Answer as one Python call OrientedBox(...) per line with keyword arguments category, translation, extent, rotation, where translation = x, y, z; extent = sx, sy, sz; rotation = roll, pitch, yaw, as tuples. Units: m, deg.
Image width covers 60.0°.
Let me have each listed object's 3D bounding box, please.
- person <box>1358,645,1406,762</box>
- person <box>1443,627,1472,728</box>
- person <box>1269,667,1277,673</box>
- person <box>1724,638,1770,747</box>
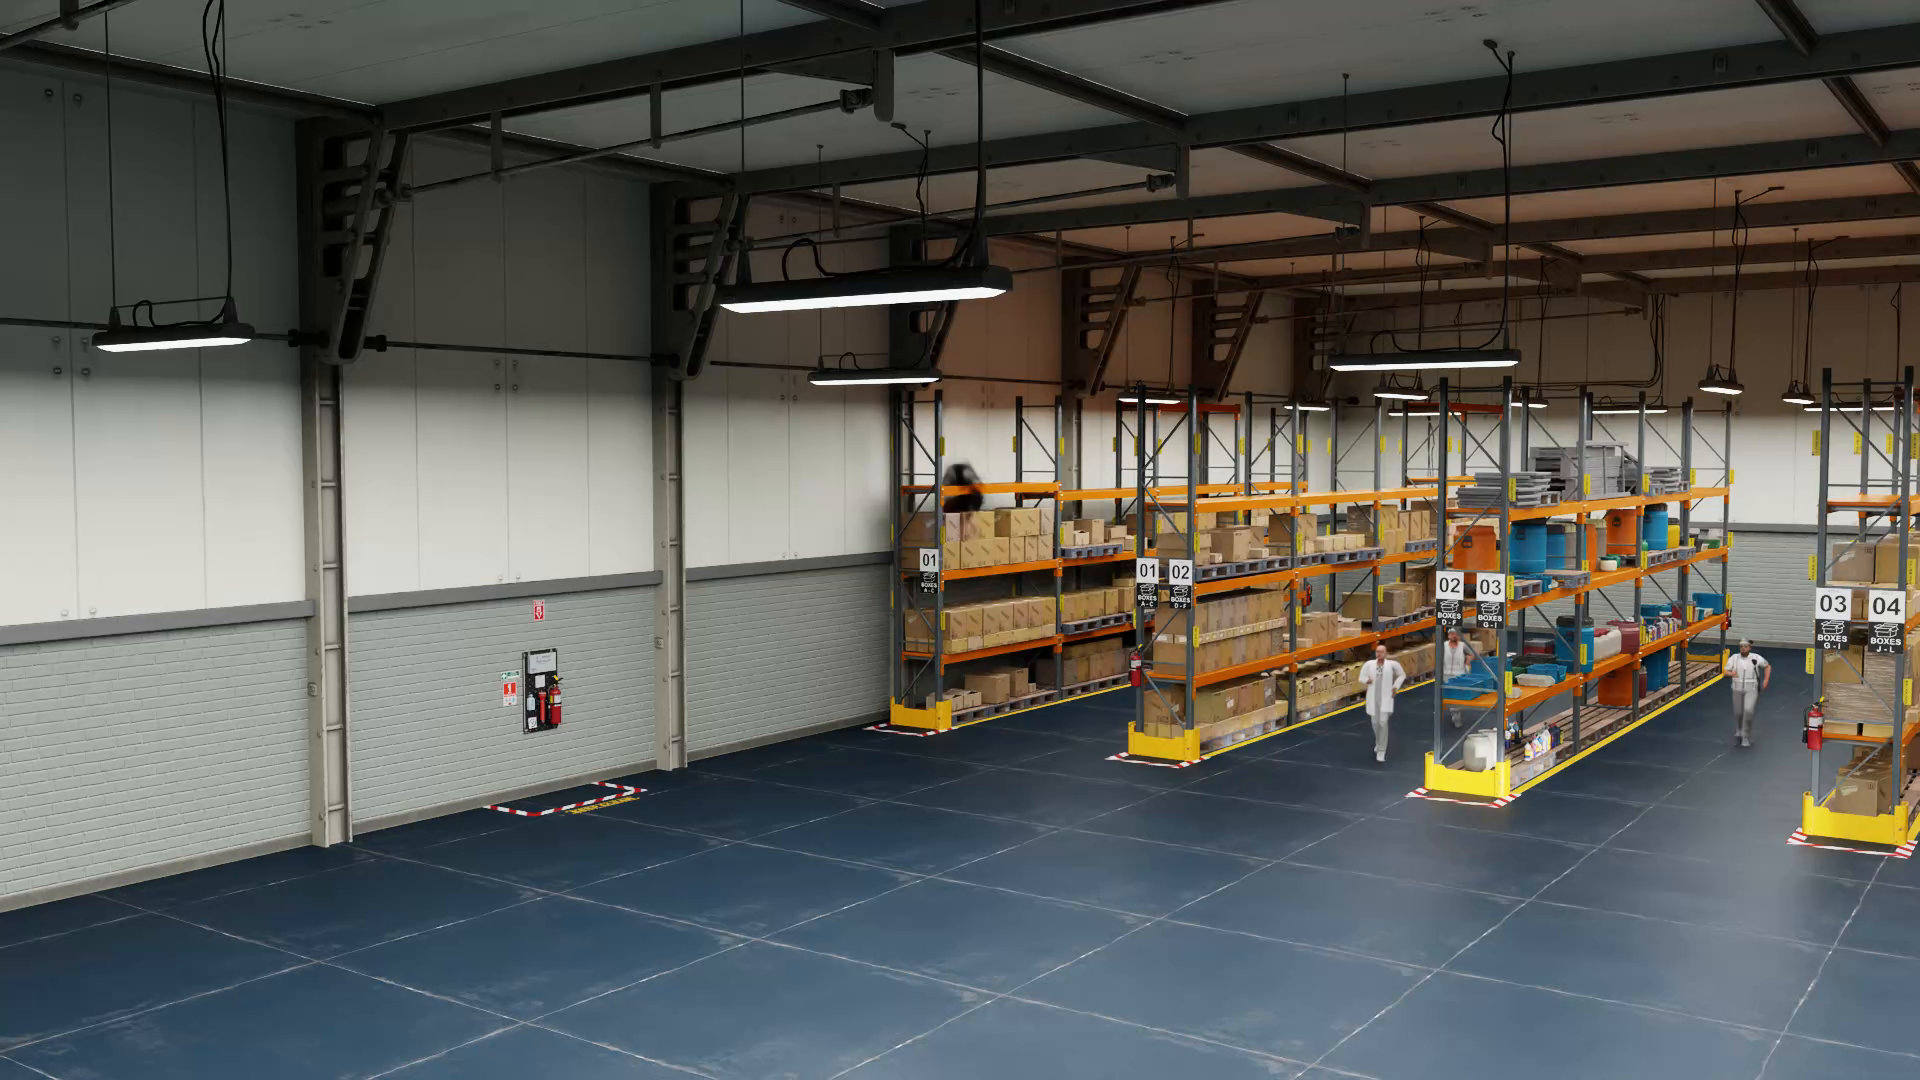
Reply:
OrientedBox(category="person", translation=(6.755, 2.600, 26.732), extent=(0.701, 1.837, 0.801), rotation=(2, 4, 28))
OrientedBox(category="person", translation=(8.786, 2.452, 29.700), extent=(0.614, 1.822, 0.731), rotation=(2, 4, 26))
OrientedBox(category="person", translation=(6.388, 2.266, 33.937), extent=(0.557, 1.715, 0.716), rotation=(2, 4, 36))
OrientedBox(category="person", translation=(13.246, 2.552, 28.053), extent=(0.671, 1.808, 0.894), rotation=(2, 4, 36))
